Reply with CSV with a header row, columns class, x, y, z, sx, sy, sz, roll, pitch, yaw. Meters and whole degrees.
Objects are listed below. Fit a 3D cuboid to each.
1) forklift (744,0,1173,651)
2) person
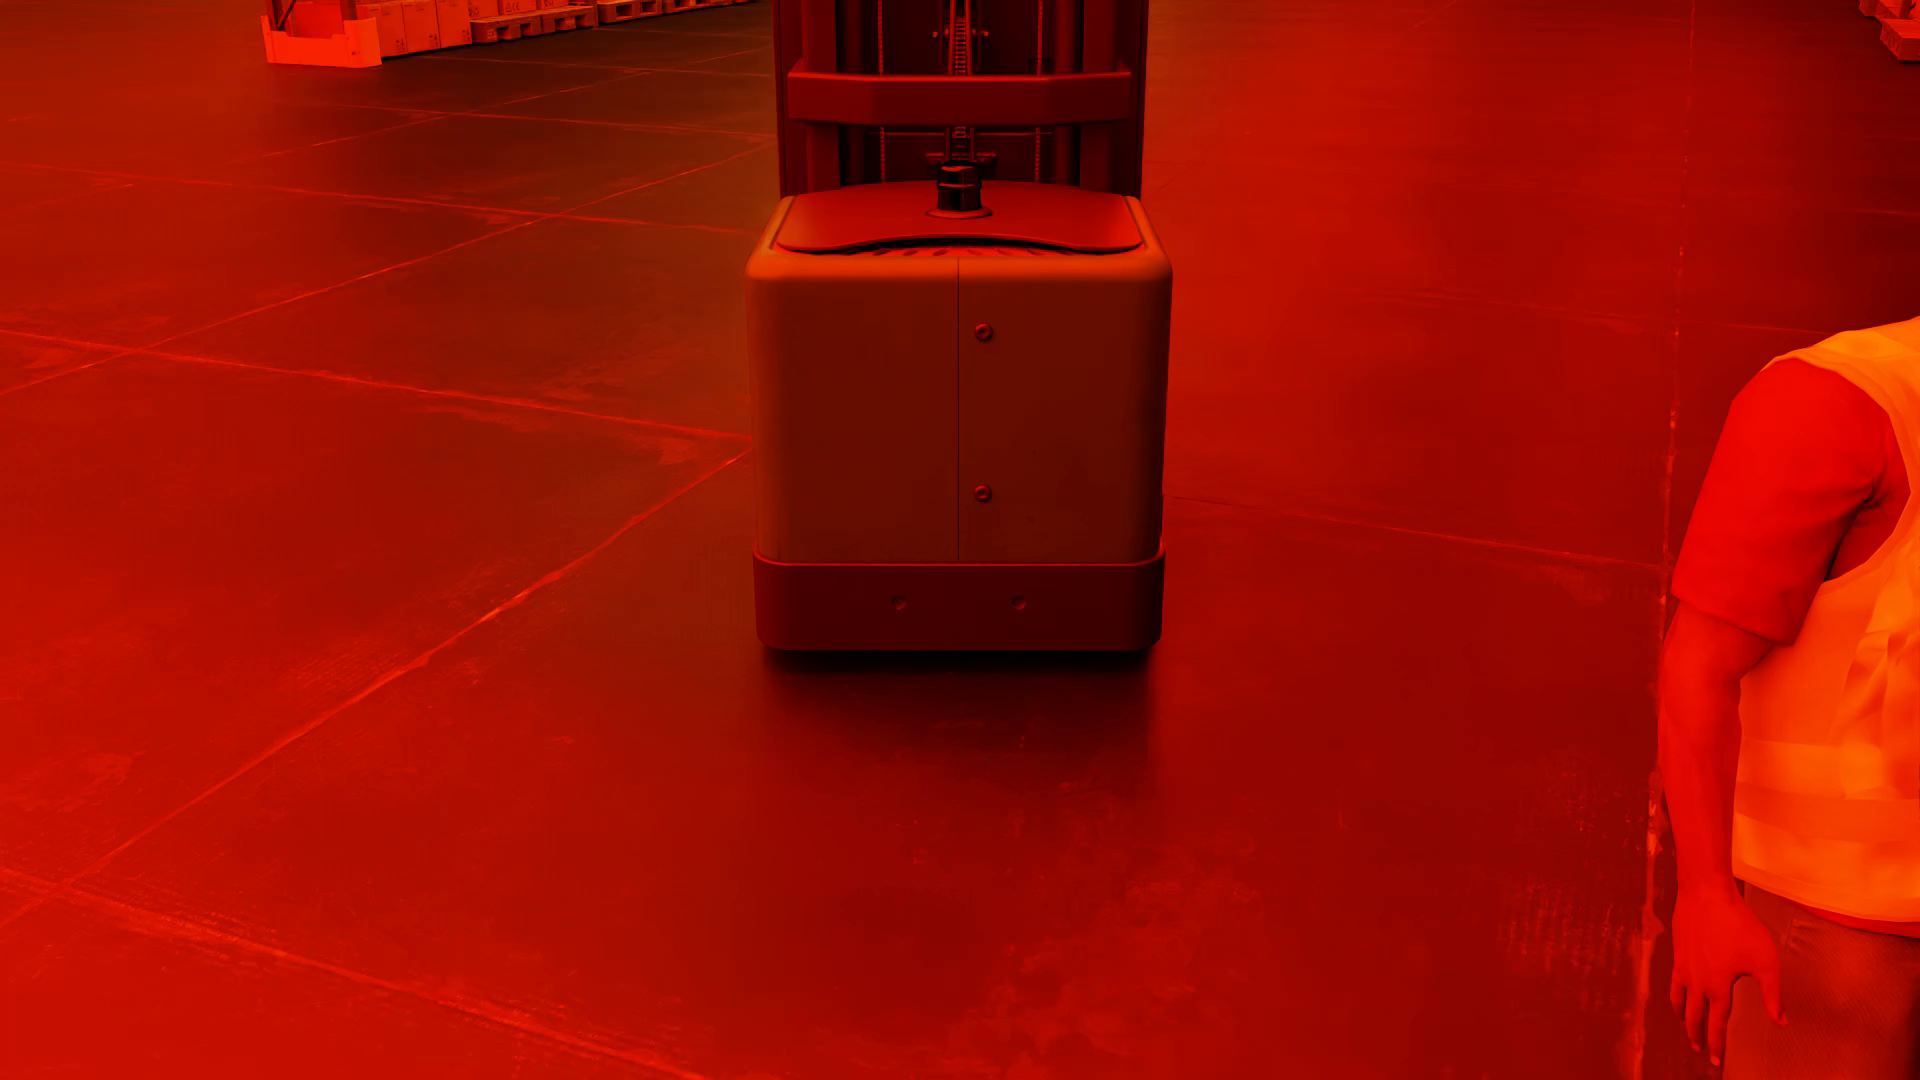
class,x,y,z,sx,sy,sz,roll,pitch,yaw
forklift,0.002,-1.587,5.089,1.130,2.935,3.031,0,23,0
person,1.092,0.404,1.817,0.666,1.765,0.577,-7,24,-16
